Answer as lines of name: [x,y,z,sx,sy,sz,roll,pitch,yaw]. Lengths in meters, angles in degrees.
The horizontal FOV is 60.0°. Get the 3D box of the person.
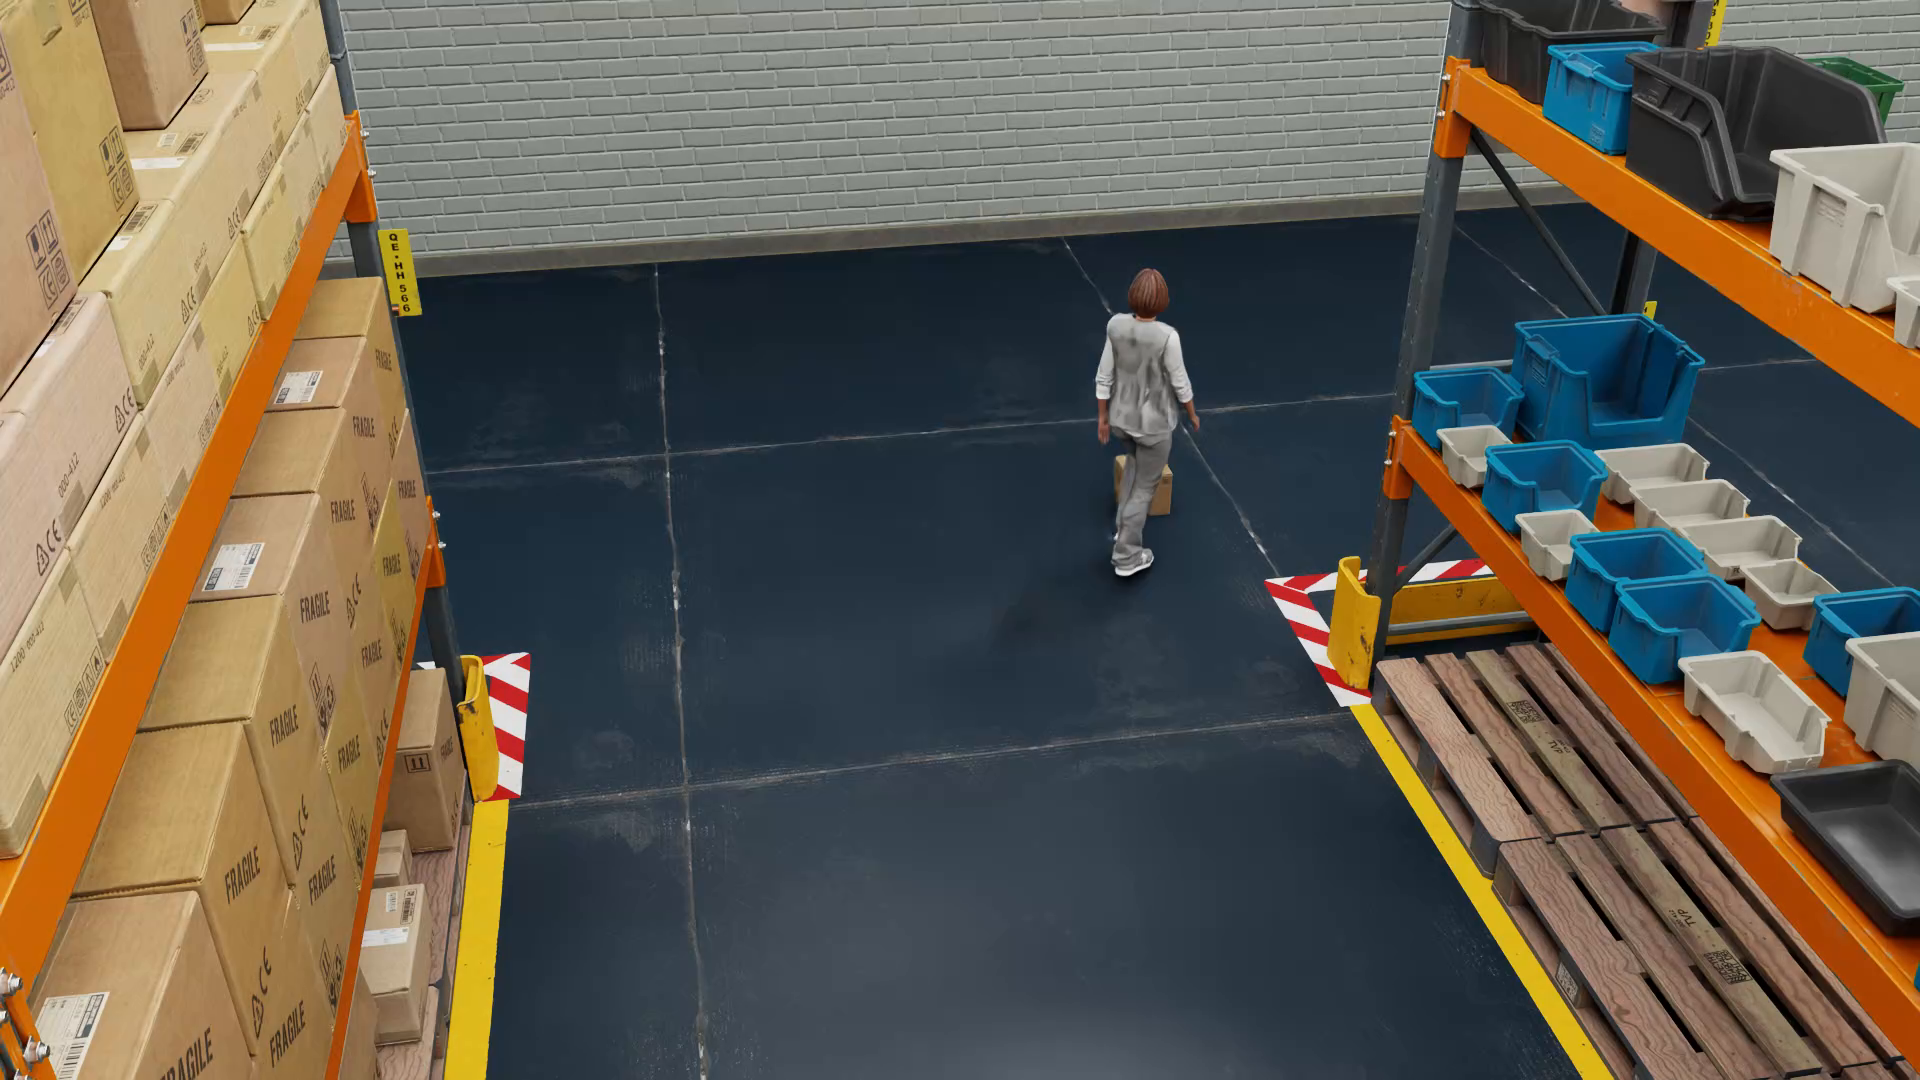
person: [0.898,-0.556,8.070,0.432,1.641,0.451,24,39,34]
